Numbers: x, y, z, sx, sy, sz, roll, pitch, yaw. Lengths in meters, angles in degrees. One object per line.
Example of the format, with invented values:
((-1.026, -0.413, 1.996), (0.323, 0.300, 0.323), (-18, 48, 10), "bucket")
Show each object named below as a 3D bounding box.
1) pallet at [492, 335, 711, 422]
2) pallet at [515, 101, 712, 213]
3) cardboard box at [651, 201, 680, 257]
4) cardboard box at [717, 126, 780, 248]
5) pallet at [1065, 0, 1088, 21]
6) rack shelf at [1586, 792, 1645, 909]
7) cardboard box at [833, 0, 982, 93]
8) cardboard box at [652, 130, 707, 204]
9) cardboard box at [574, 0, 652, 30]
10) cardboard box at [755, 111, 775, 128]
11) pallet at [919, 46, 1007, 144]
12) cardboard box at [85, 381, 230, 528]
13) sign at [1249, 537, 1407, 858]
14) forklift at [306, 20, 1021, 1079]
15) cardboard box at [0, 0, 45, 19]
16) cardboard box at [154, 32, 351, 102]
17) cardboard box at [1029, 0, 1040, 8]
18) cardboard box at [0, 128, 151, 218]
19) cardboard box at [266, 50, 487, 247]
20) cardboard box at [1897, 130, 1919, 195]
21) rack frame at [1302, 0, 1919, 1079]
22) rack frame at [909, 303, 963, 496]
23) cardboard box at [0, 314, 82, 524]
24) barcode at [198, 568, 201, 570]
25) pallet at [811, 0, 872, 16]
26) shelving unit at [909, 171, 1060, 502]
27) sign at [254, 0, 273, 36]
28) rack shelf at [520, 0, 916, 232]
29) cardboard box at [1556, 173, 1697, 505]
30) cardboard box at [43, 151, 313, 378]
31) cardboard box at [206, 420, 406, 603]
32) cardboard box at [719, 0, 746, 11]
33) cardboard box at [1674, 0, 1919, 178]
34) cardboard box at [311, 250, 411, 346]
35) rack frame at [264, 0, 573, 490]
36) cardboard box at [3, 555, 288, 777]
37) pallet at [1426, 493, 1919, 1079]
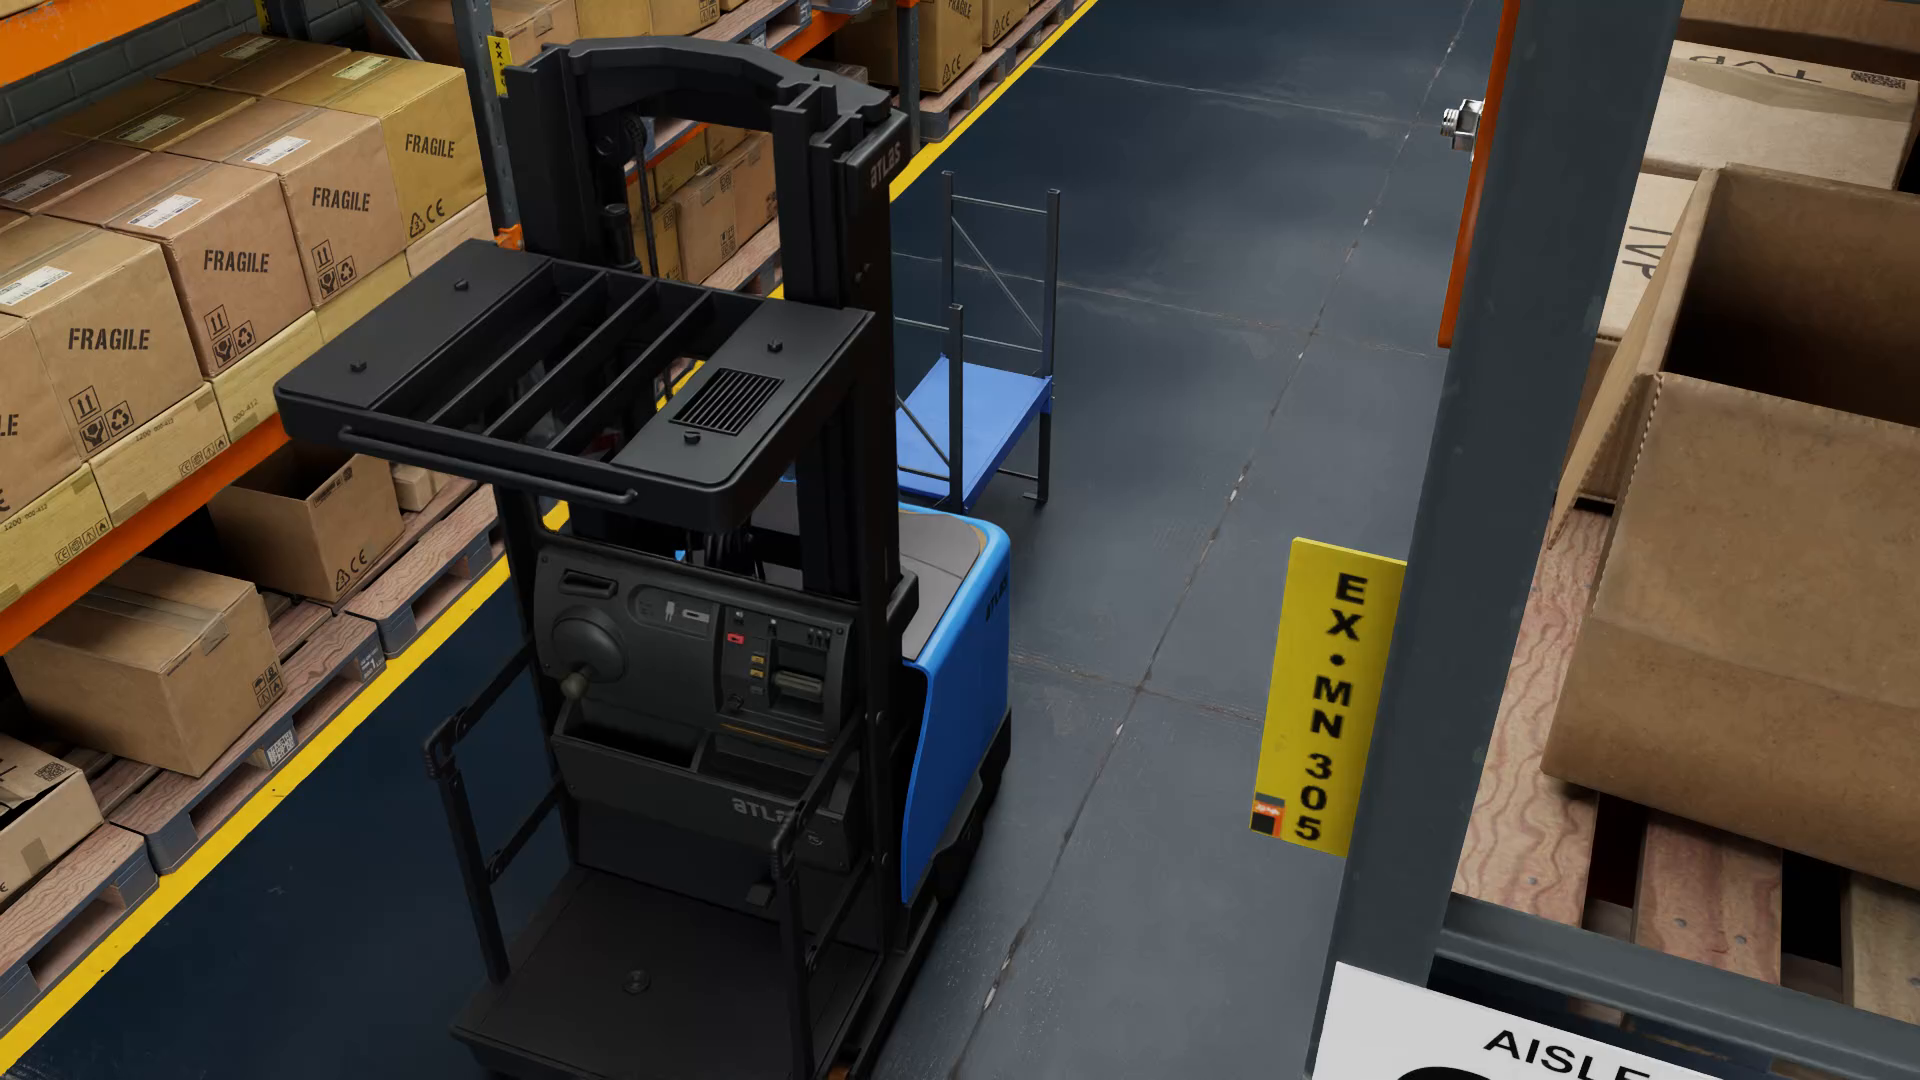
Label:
((-1.963, -0.860, 8.224), (1.003, 0.211, 1.213), (14, 39, 18), "pallet")
((-1.833, -1.859, 7.391), (1.003, 0.211, 1.213), (14, 39, 18), "pallet")
((-1.843, -1.429, 8.377), (0.700, 0.500, 0.500), (13, 39, 17), "cardboard box")
((-1.428, -1.984, 9.120), (0.700, 0.500, 0.500), (14, 39, 18), "cardboard box")
((0.562, -4.414, 12.978), (1.003, 0.211, 1.213), (14, 39, 18), "pallet")
((1.563, -0.225, 3.141), (1.077, 0.370, 4.000), (14, 39, 18), "rack shelf")
((-0.335, -3.445, 10.798), (0.750, 0.750, 0.750), (13, 39, 17), "cardboard box")
((-1.635, -1.966, 8.468), (0.500, 0.250, 0.500), (13, 39, 16), "cardboard box")
((-1.814, -2.344, 7.429), (0.700, 0.500, 0.500), (18, 40, 22), "cardboard box")
((-1.237, -2.524, 9.215), (0.500, 0.250, 0.500), (15, 39, 19), "cardboard box")
((-0.367, -3.063, 11.171), (1.003, 0.211, 1.213), (14, 39, 18), "pallet")
((-2.723, -0.327, 5.291), (0.500, 0.250, 0.500), (14, 39, 18), "cardboard box")
((0.306, 0.140, 1.379), (0.100, 0.325, 0.005), (14, 39, 18), "sign")
((-0.766, 0.302, 4.398), (1.130, 2.935, 3.031), (12, 39, 16), "forklift")
((-2.806, -1.588, 4.263), (0.500, 0.500, 0.500), (16, 40, 21), "cardboard box")
((-2.630, -1.581, 6.342), (0.500, 0.500, 0.500), (13, 39, 17), "cardboard box")
((0.323, -4.400, 12.076), (0.750, 0.750, 0.750), (15, 39, 19), "cardboard box")
((-3.025, -1.021, 5.593), (0.500, 0.500, 0.500), (15, 39, 19), "cardboard box")
((-2.152, -1.462, 6.182), (0.500, 0.500, 0.500), (14, 39, 18), "cardboard box")
((1.687, -0.527, 2.394), (0.500, 0.500, 0.500), (14, 39, 18), "cardboard box")
((0.802, -0.607, 0.546), (1.000, 3.000, 0.127), (14, 39, 18), "rack frame")
((-0.226, -0.272, 6.361), (0.500, 1.500, 0.032), (14, 39, 18), "rack frame")
((-2.921, -0.331, 4.670), (0.500, 0.500, 0.500), (13, 39, 16), "cardboard box")
((-2.965, 0.153, 6.461), (0.001, 0.075, 0.075), (14, 39, 18), "barcode")
((-0.909, -3.264, 9.272), (1.213, 0.211, 1.003), (14, 39, 18), "pallet")
((-0.032, -0.554, 6.738), (0.538, 1.500, 1.048), (14, 39, 18), "shelving unit")
((-2.773, -2.134, 6.632), (0.100, 0.325, 0.005), (14, 39, 18), "sign")
((-1.497, -2.365, 8.509), (1.077, 0.370, 4.000), (14, 39, 18), "rack shelf")
((0.997, -0.268, 2.255), (0.500, 0.250, 0.500), (14, 39, 18), "cardboard box")
((-2.538, -0.908, 5.441), (0.500, 0.500, 0.500), (13, 39, 16), "cardboard box")
((-2.616, -0.137, 6.648), (0.500, 0.500, 0.500), (11, 38, 14), "cardboard box")
((-1.359, -3.019, 8.333), (0.700, 0.500, 0.500), (14, 39, 18), "cardboard box")
((1.581, -1.003, 3.027), (0.797, 0.503, 0.637), (18, 40, 23), "cardboard box")
((-2.355, -0.888, 6.041), (0.500, 0.250, 0.500), (14, 39, 18), "cardboard box")
((-2.258, -1.546, 6.812), (1.000, 3.000, 0.127), (14, 39, 18), "rack frame")
((-2.891, 0.421, 5.901), (0.700, 0.500, 0.500), (11, 38, 15), "cardboard box")
((1.095, 0.244, 1.987), (1.003, 0.211, 1.213), (14, 39, 18), "pallet")
